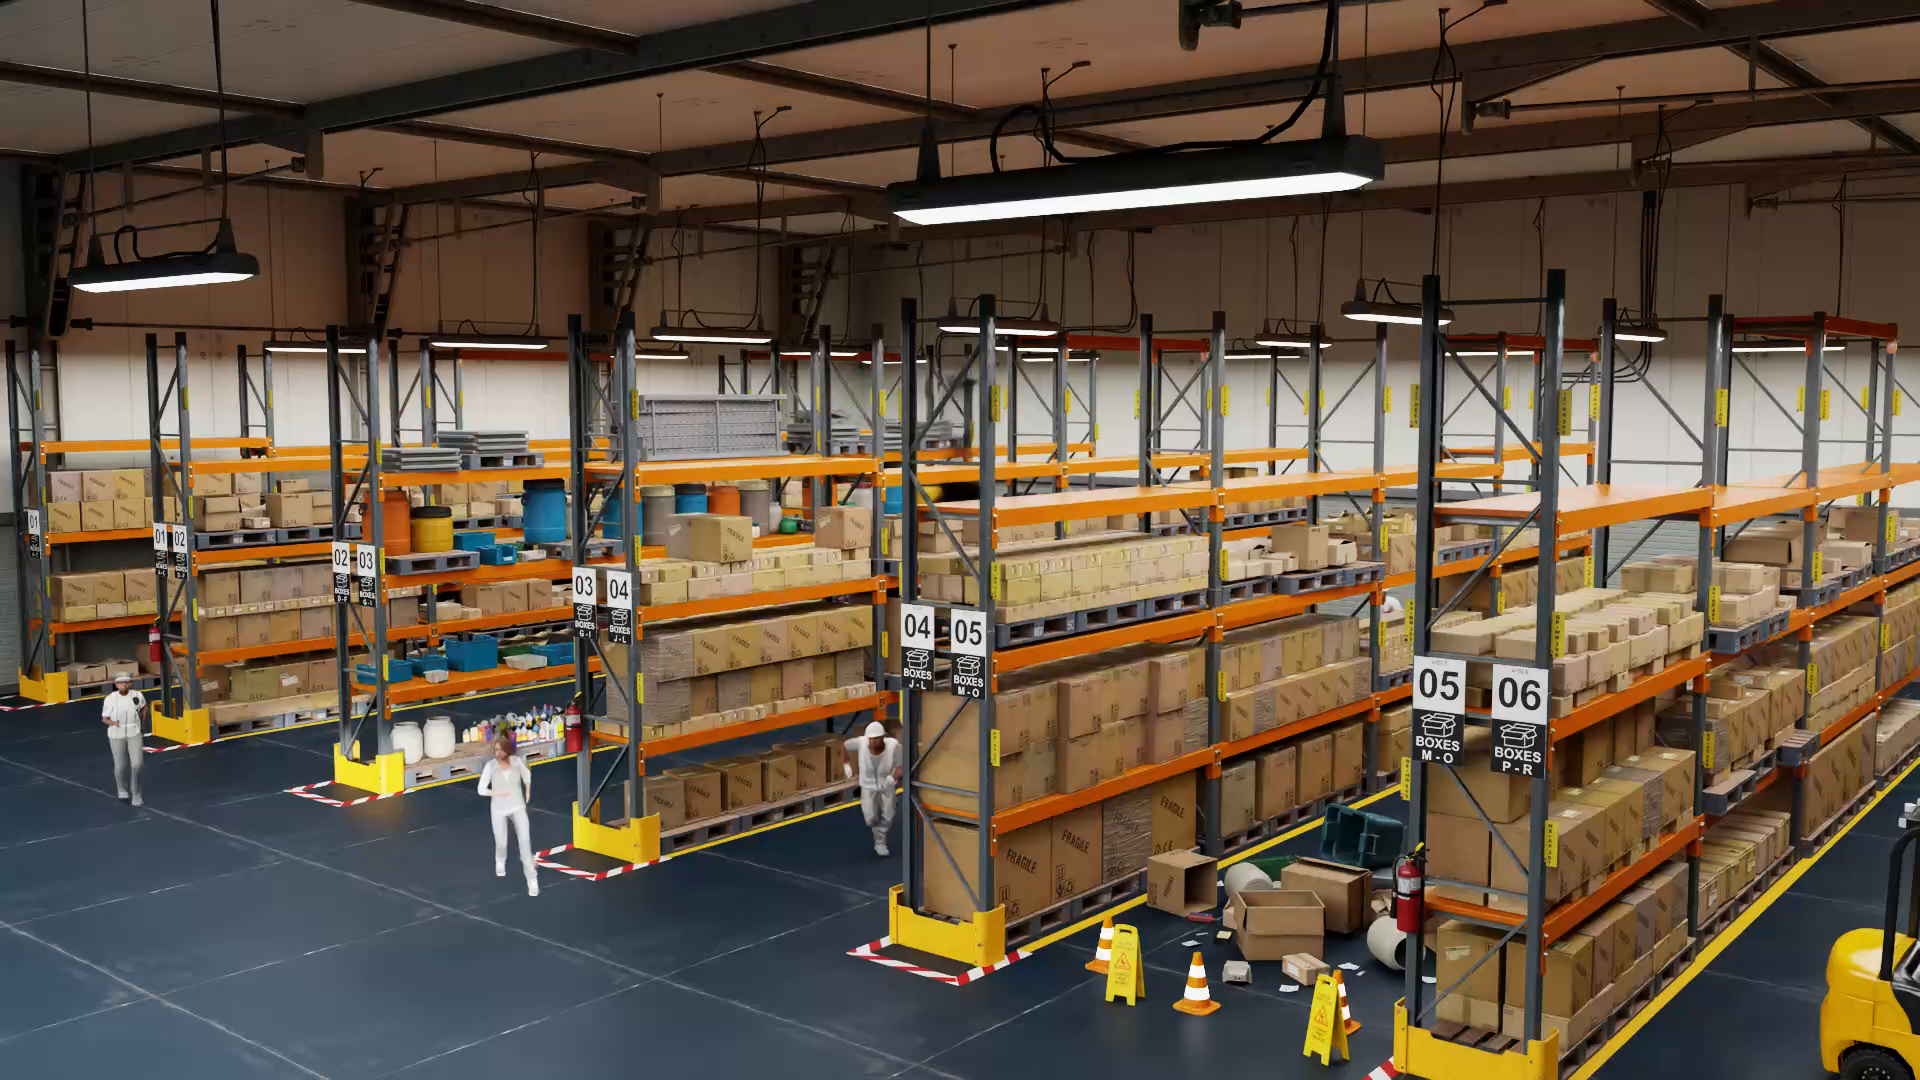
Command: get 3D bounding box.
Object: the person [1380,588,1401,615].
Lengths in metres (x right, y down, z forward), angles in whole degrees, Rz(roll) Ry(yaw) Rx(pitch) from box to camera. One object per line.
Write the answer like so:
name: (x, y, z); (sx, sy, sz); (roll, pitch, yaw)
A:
person: (7.621, 1.632, 29.785); (0.684, 1.762, 0.951); (3, 6, 32)

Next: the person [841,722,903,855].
person: (-0.954, 2.734, 18.260); (0.716, 1.591, 0.819); (0, 5, 2)

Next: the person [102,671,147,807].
person: (-10.387, 2.479, 20.716); (0.518, 1.733, 0.754); (-3, 6, -28)

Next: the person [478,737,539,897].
person: (-4.708, 2.823, 17.248); (0.552, 1.589, 0.888); (-2, 5, -20)

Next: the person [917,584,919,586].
person: (-0.579, 1.241, 34.716); (0.657, 1.663, 0.745); (3, 6, 32)
